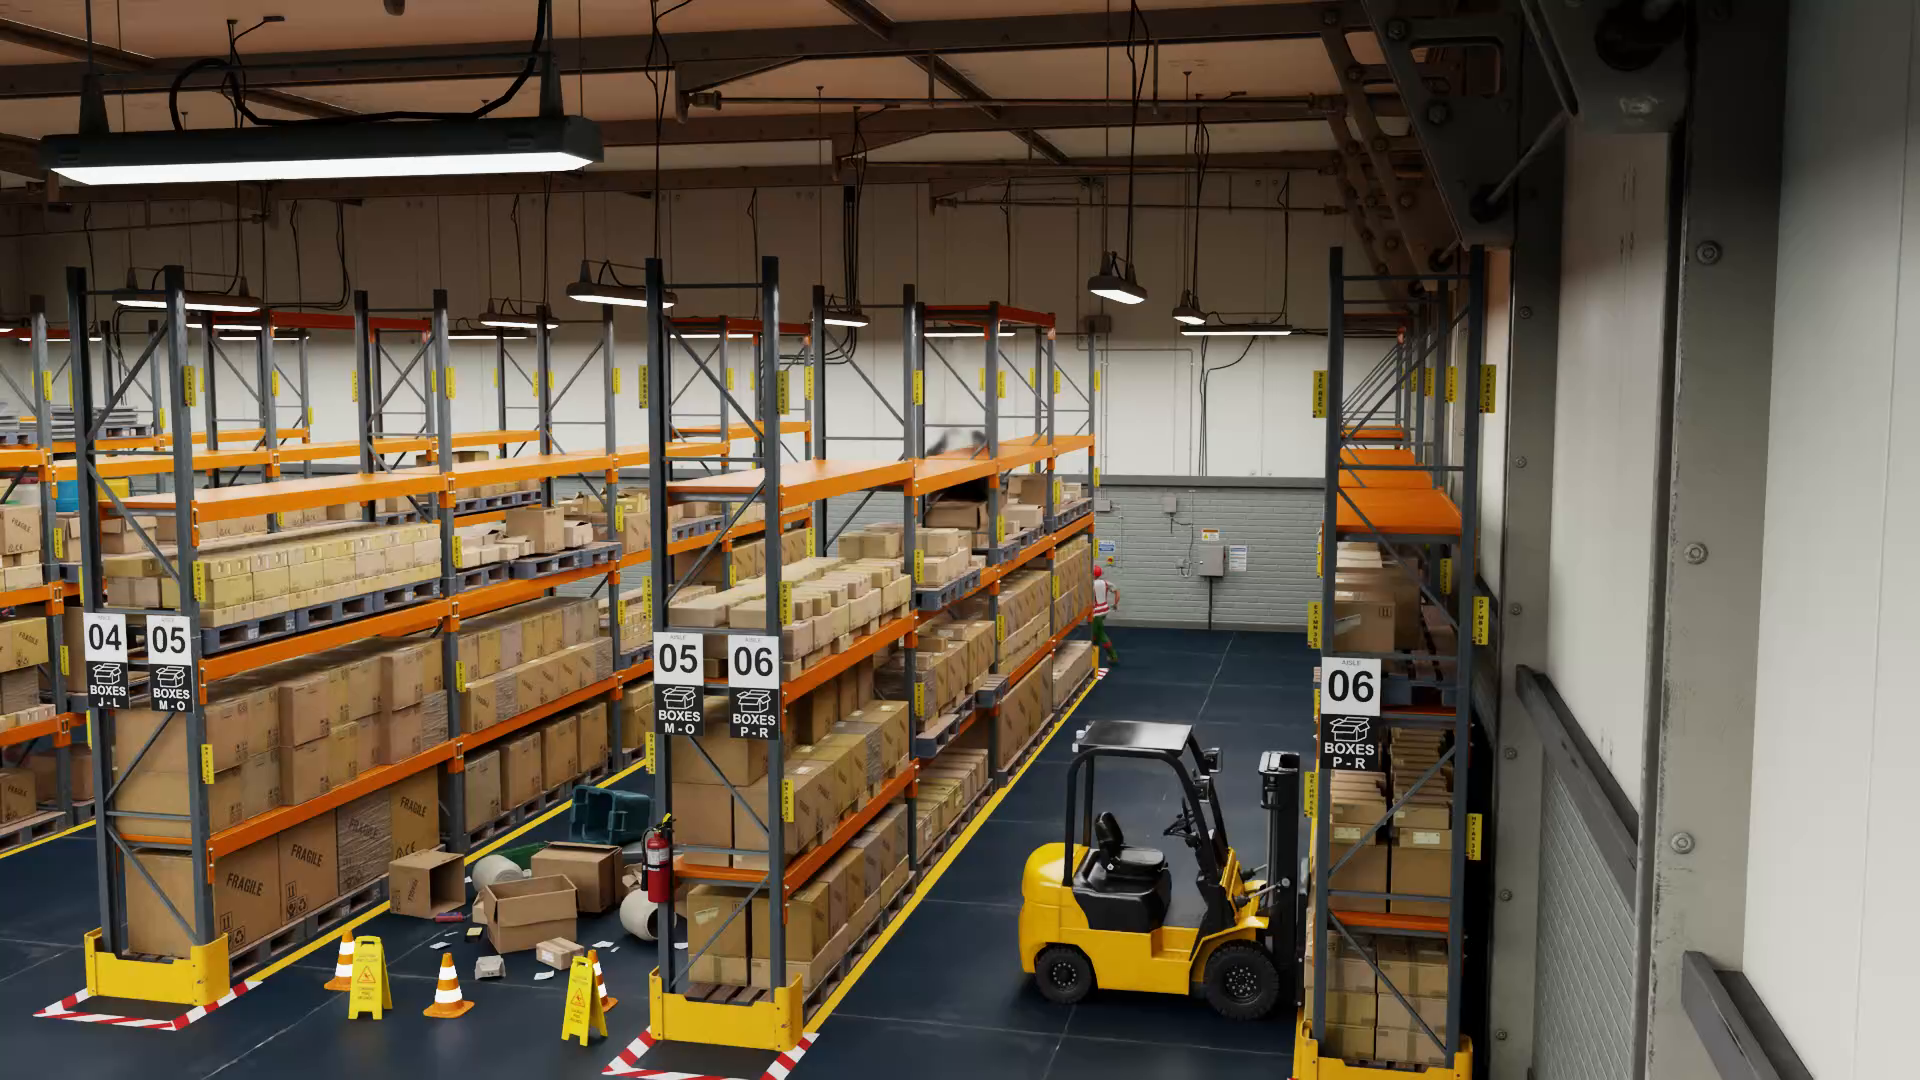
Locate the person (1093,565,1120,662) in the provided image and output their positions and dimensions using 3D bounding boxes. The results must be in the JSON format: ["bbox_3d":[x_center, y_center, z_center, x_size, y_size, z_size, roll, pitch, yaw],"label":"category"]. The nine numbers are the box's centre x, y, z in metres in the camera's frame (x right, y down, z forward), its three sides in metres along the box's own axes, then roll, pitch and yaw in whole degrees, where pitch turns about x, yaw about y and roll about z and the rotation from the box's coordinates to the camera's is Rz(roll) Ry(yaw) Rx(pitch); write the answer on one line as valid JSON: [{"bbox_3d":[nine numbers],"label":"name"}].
[{"bbox_3d":[2.410,1.309,29.350,0.688,1.763,0.744,-5,8,-42],"label":"person"}]

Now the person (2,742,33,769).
[{"bbox_3d":[-11.656,2.294,20.440,0.570,1.596,0.720,2,6,17],"label":"person"}]
